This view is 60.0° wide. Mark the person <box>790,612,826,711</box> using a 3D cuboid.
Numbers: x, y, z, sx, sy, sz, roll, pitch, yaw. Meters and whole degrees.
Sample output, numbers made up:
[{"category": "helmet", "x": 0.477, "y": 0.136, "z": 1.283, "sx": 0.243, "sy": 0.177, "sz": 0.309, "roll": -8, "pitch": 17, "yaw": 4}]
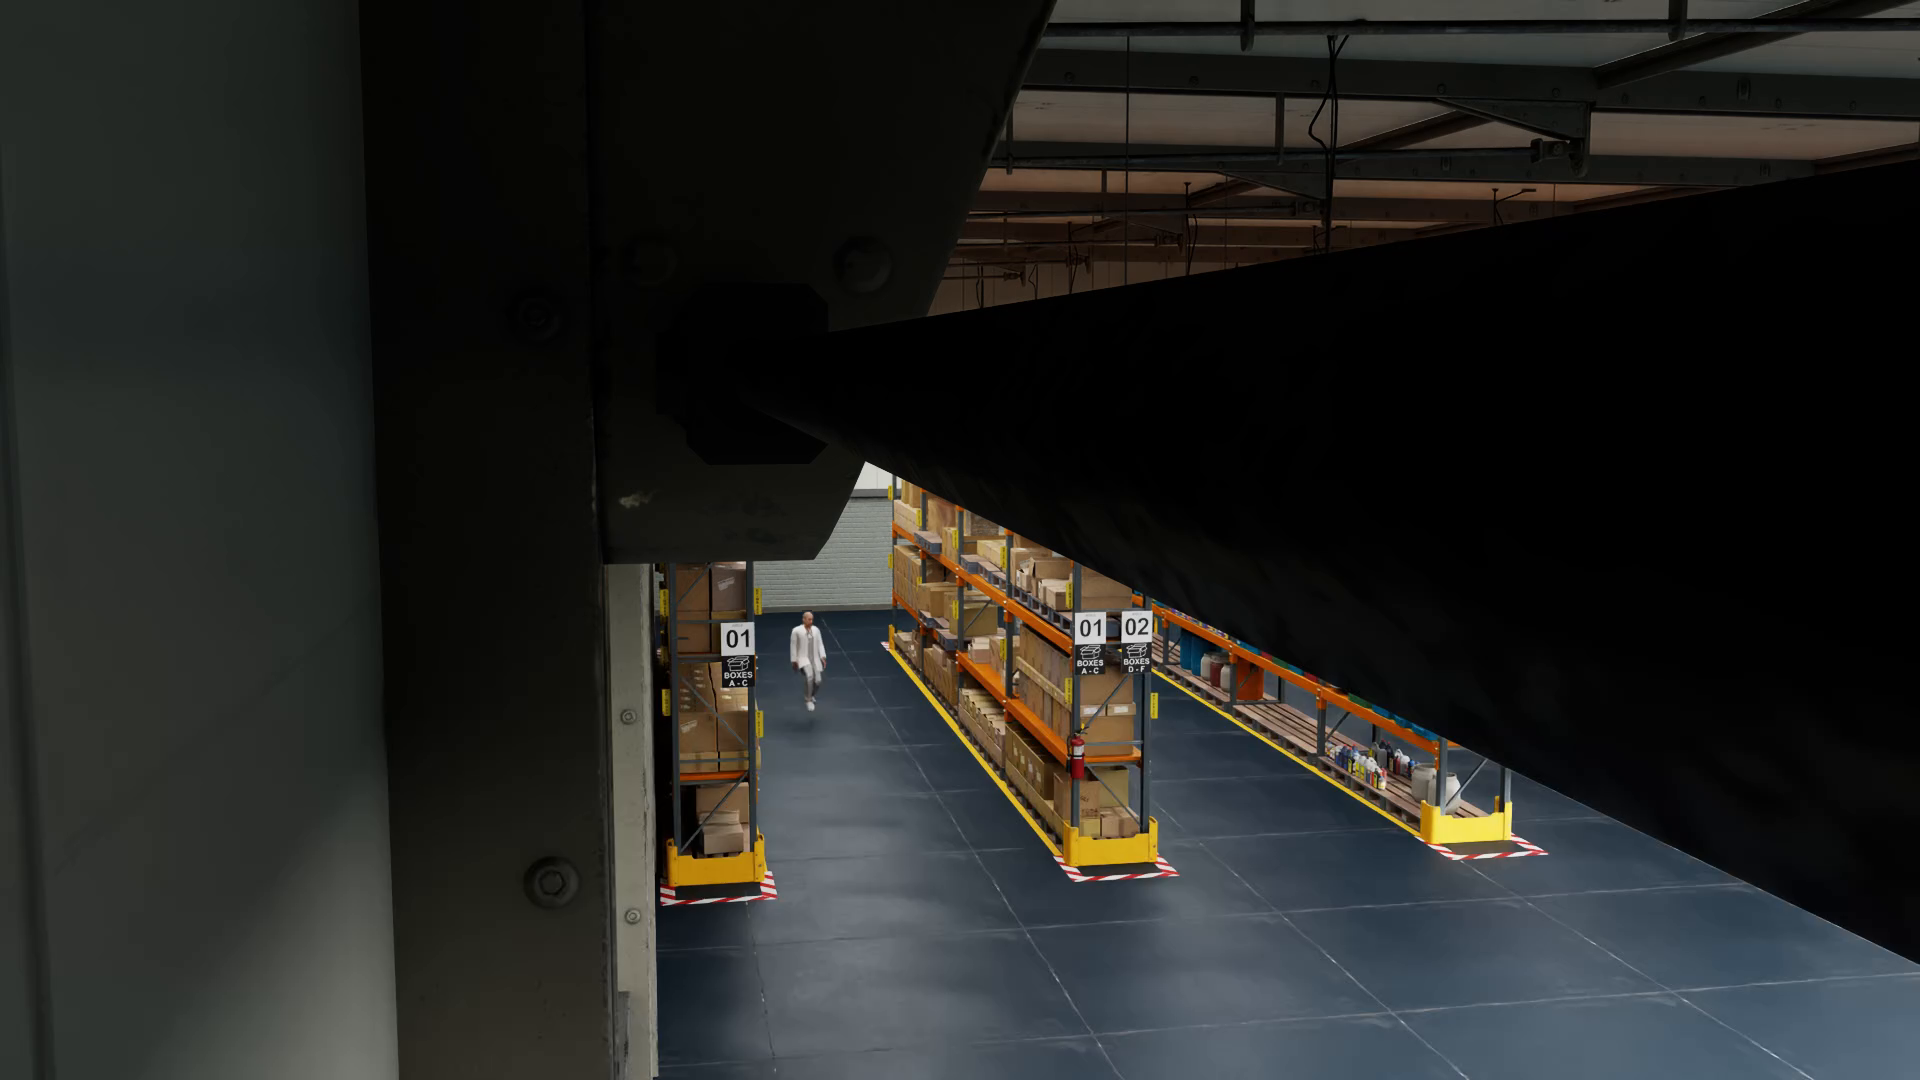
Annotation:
[{"category": "person", "x": -2.618, "y": 2.127, "z": 29.274, "sx": 0.595, "sy": 1.626, "sz": 0.776, "roll": -4, "pitch": 7, "yaw": -31}]

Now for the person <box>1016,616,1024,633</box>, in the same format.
[{"category": "person", "x": 1.440, "y": 1.282, "z": 38.722, "sx": 0.591, "sy": 1.710, "sz": 1.081, "roll": -1, "pitch": 6, "yaw": -12}]
